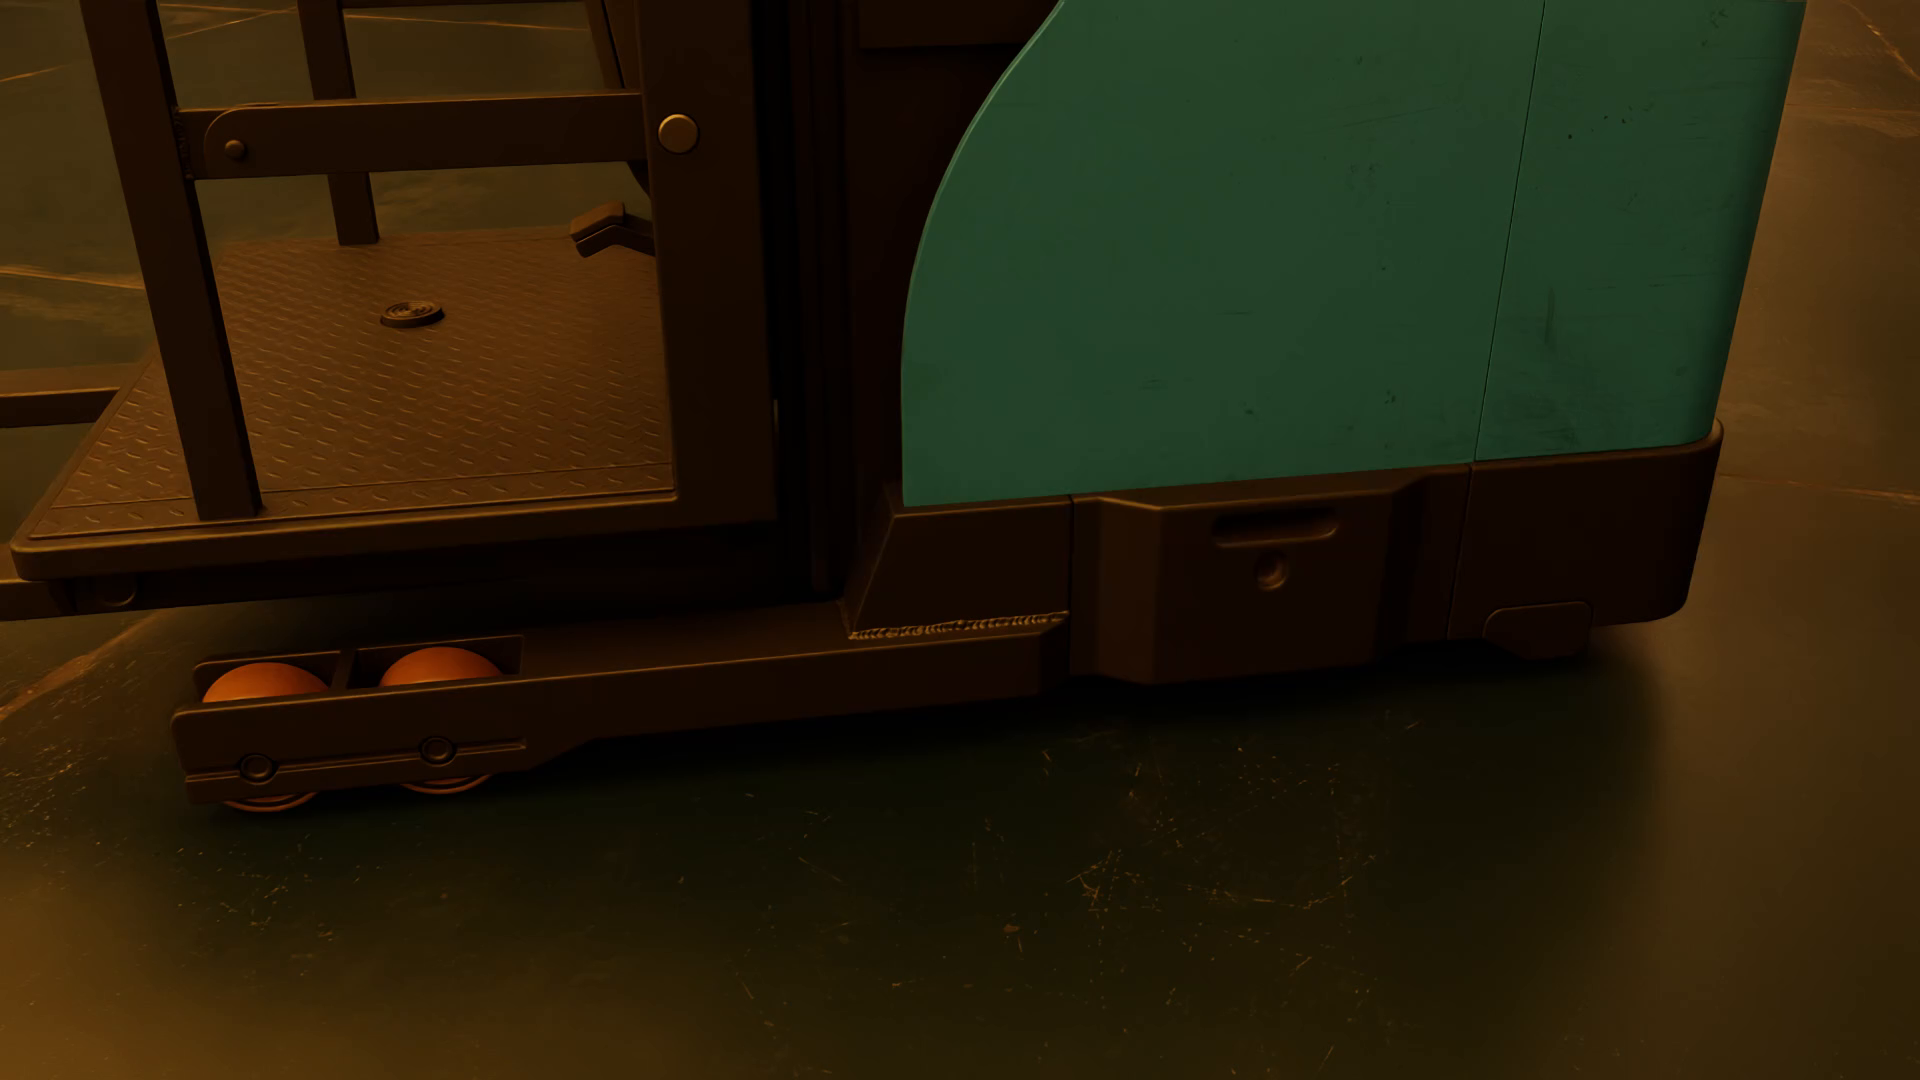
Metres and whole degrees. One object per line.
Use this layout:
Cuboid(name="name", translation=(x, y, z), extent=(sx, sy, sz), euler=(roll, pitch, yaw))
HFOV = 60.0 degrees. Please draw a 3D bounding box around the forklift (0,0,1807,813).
Cuboid(name="forklift", translation=(-0.601, -1.256, 1.737), extent=(3.031, 2.935, 1.130), euler=(-5, 27, -9))
